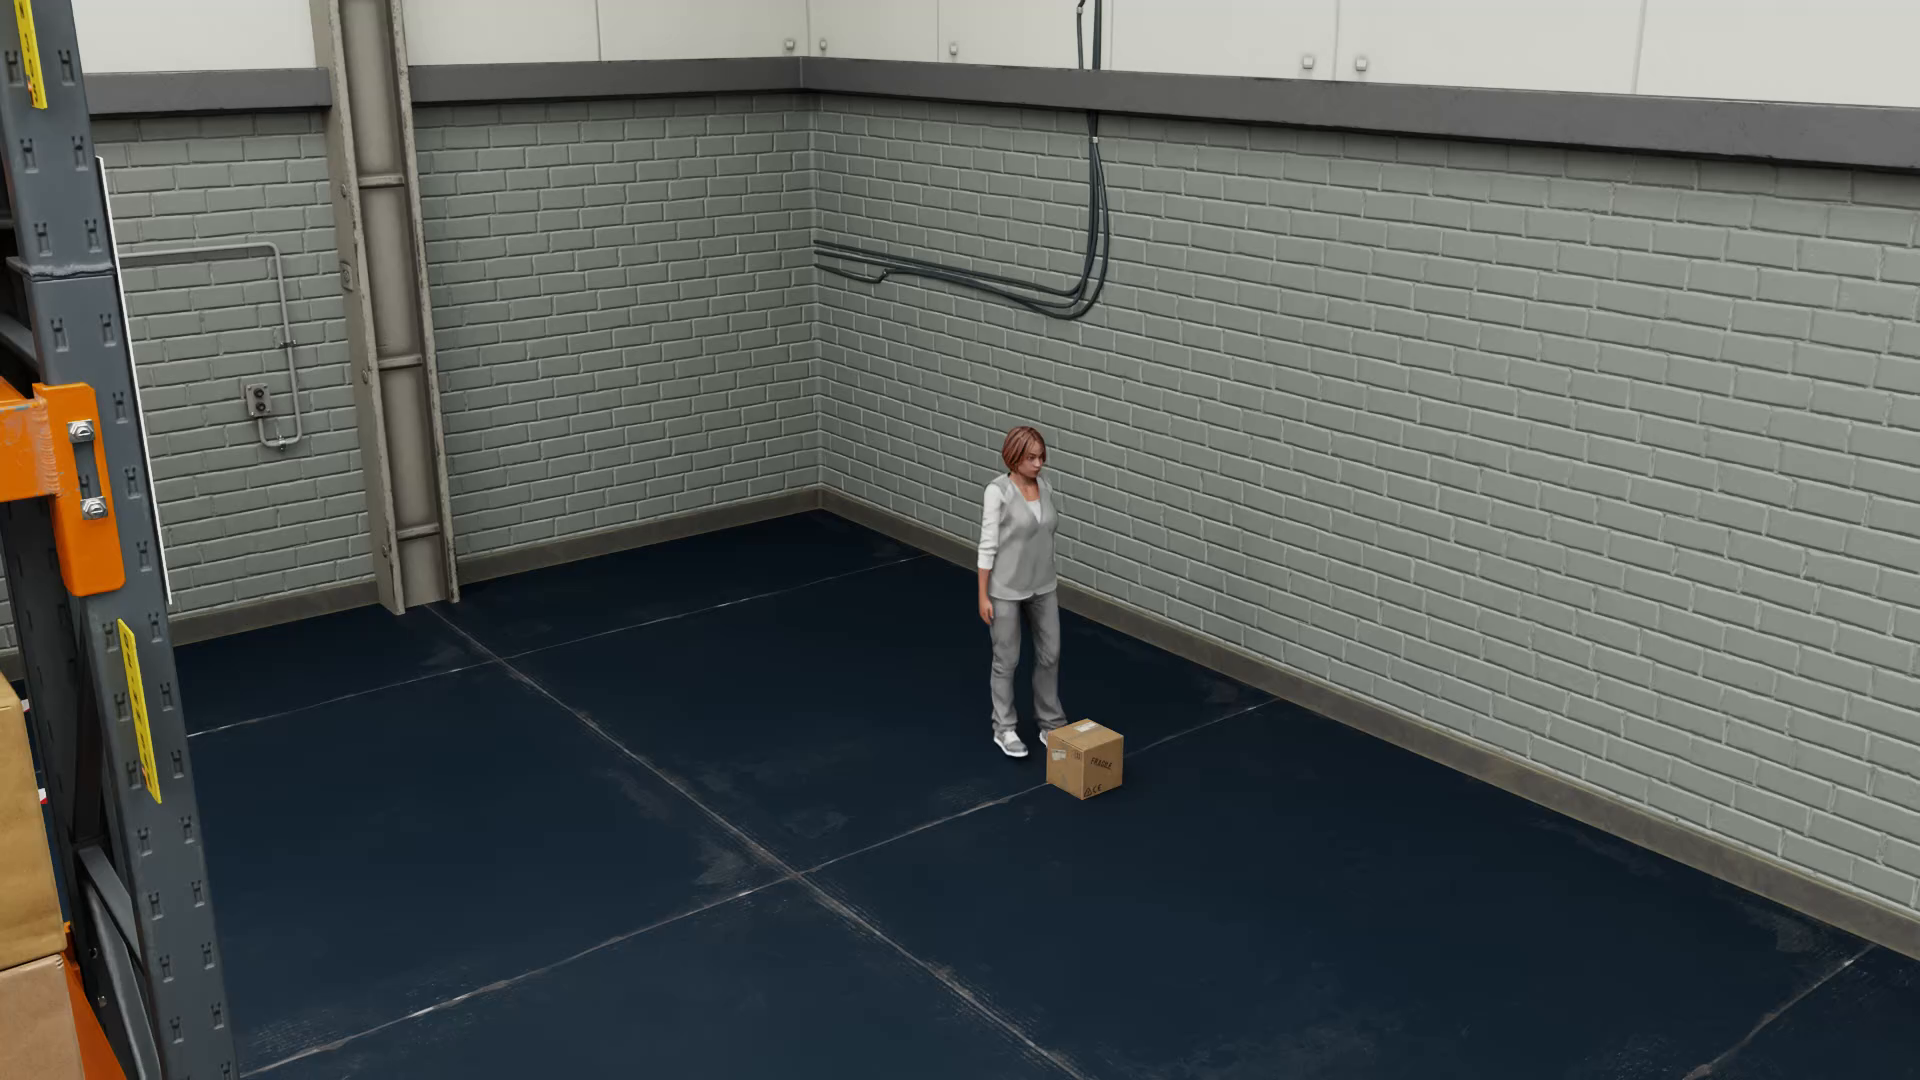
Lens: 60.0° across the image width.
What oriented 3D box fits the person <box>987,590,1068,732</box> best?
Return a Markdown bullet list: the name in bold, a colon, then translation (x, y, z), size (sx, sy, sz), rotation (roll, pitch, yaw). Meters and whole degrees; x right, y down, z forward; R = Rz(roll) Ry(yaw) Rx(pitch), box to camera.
- **person**: translation (0.296, 0.528, 7.906), size (0.383, 0.848, 0.298), rotation (-11, 21, -30)
